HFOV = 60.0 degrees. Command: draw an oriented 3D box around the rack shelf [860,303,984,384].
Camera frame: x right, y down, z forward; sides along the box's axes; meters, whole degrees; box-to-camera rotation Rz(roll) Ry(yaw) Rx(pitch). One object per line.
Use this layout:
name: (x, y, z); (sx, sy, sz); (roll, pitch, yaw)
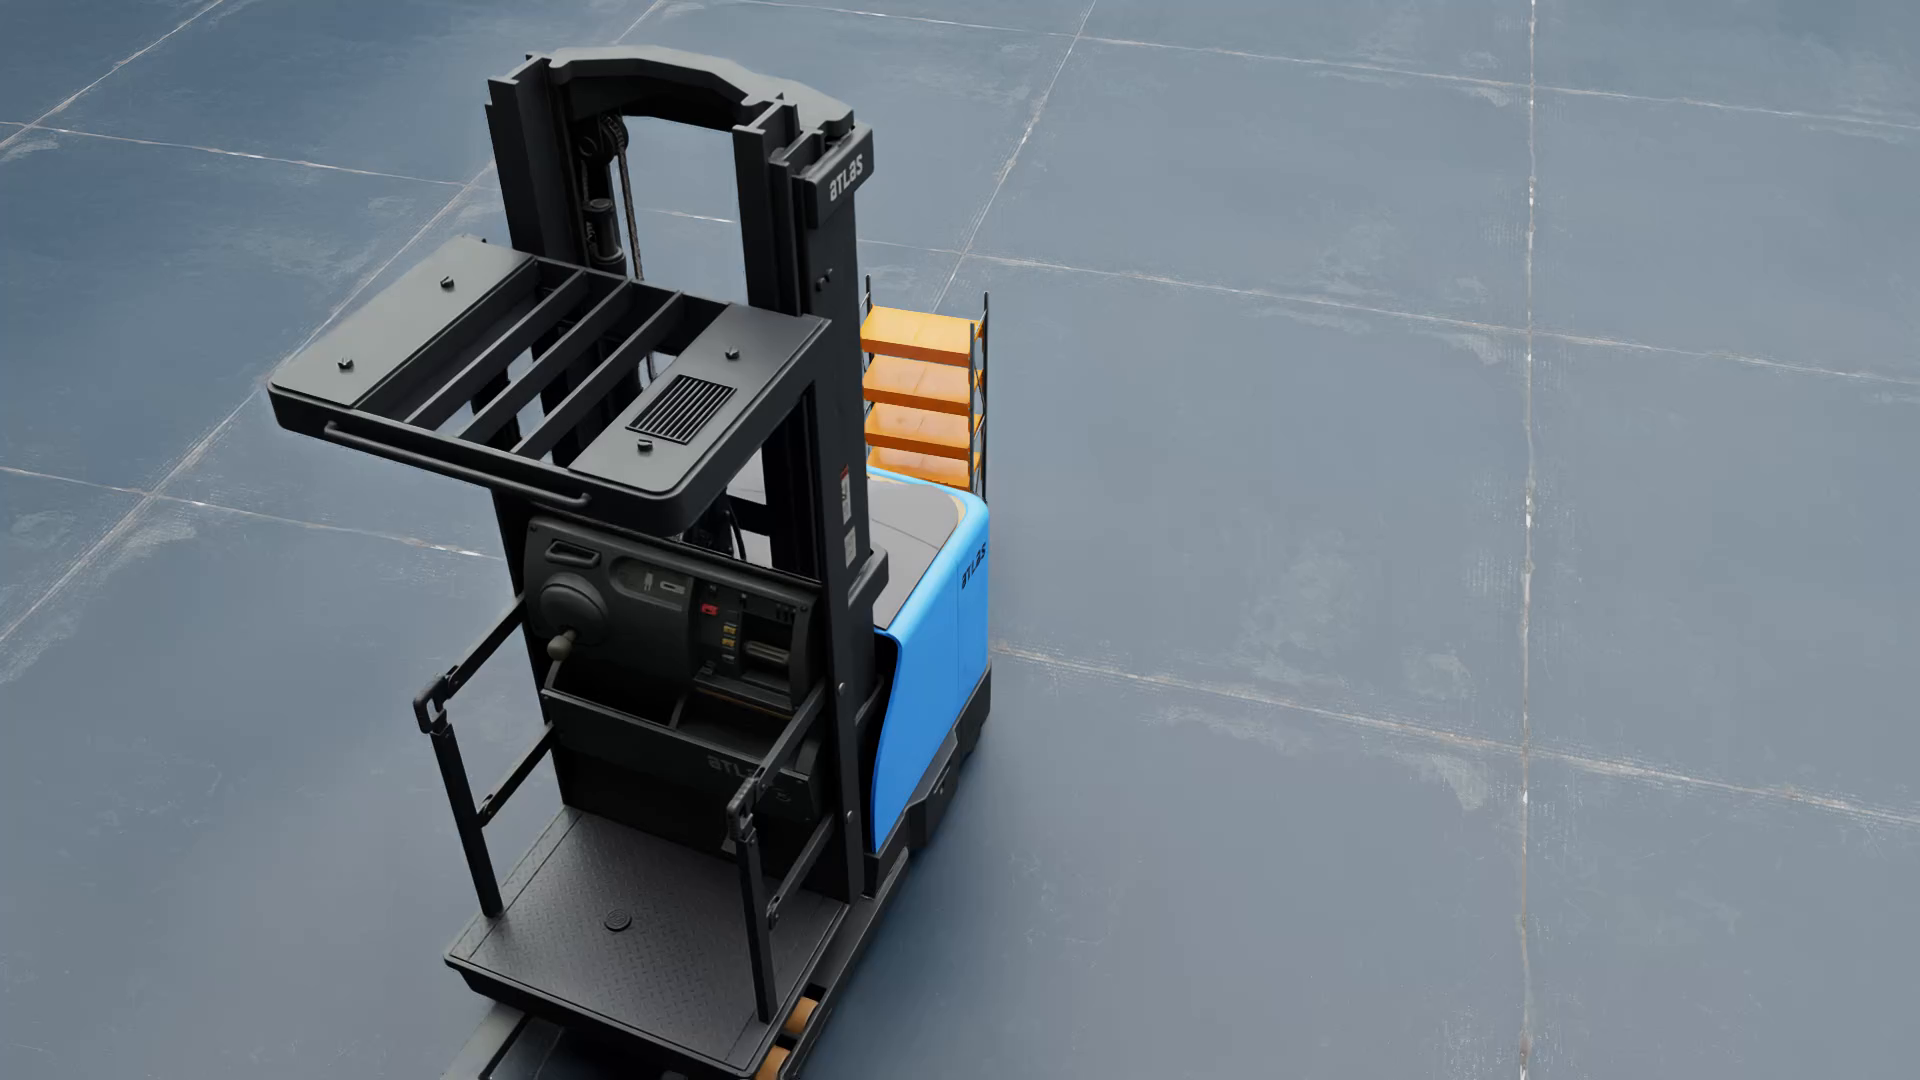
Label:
rack shelf: (-0.160, -0.788, 6.644); (0.480, 0.148, 0.258); (10, 41, 11)

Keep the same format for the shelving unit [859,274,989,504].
shelving unit: (-0.160, -0.487, 6.897); (0.503, 1.200, 0.258); (10, 41, 11)

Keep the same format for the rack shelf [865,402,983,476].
rack shelf: (-0.160, -0.435, 6.940); (0.480, 0.148, 0.258); (10, 41, 11)

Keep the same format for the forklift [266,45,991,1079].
forklift: (-0.926, 0.300, 4.614); (1.130, 2.935, 3.031); (15, 42, 17)

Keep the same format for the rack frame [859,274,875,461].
rack frame: (-0.396, -0.528, 6.945); (0.015, 1.200, 0.240); (10, 41, 11)

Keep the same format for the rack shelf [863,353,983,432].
rack shelf: (-0.160, -0.607, 6.796); (0.480, 0.148, 0.258); (10, 41, 11)

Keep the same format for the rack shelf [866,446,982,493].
rack shelf: (-0.160, -0.283, 7.068); (0.480, 0.148, 0.258); (10, 41, 11)

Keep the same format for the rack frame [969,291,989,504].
rack frame: (0.076, -0.446, 6.849); (0.015, 1.200, 0.240); (10, 41, 11)
